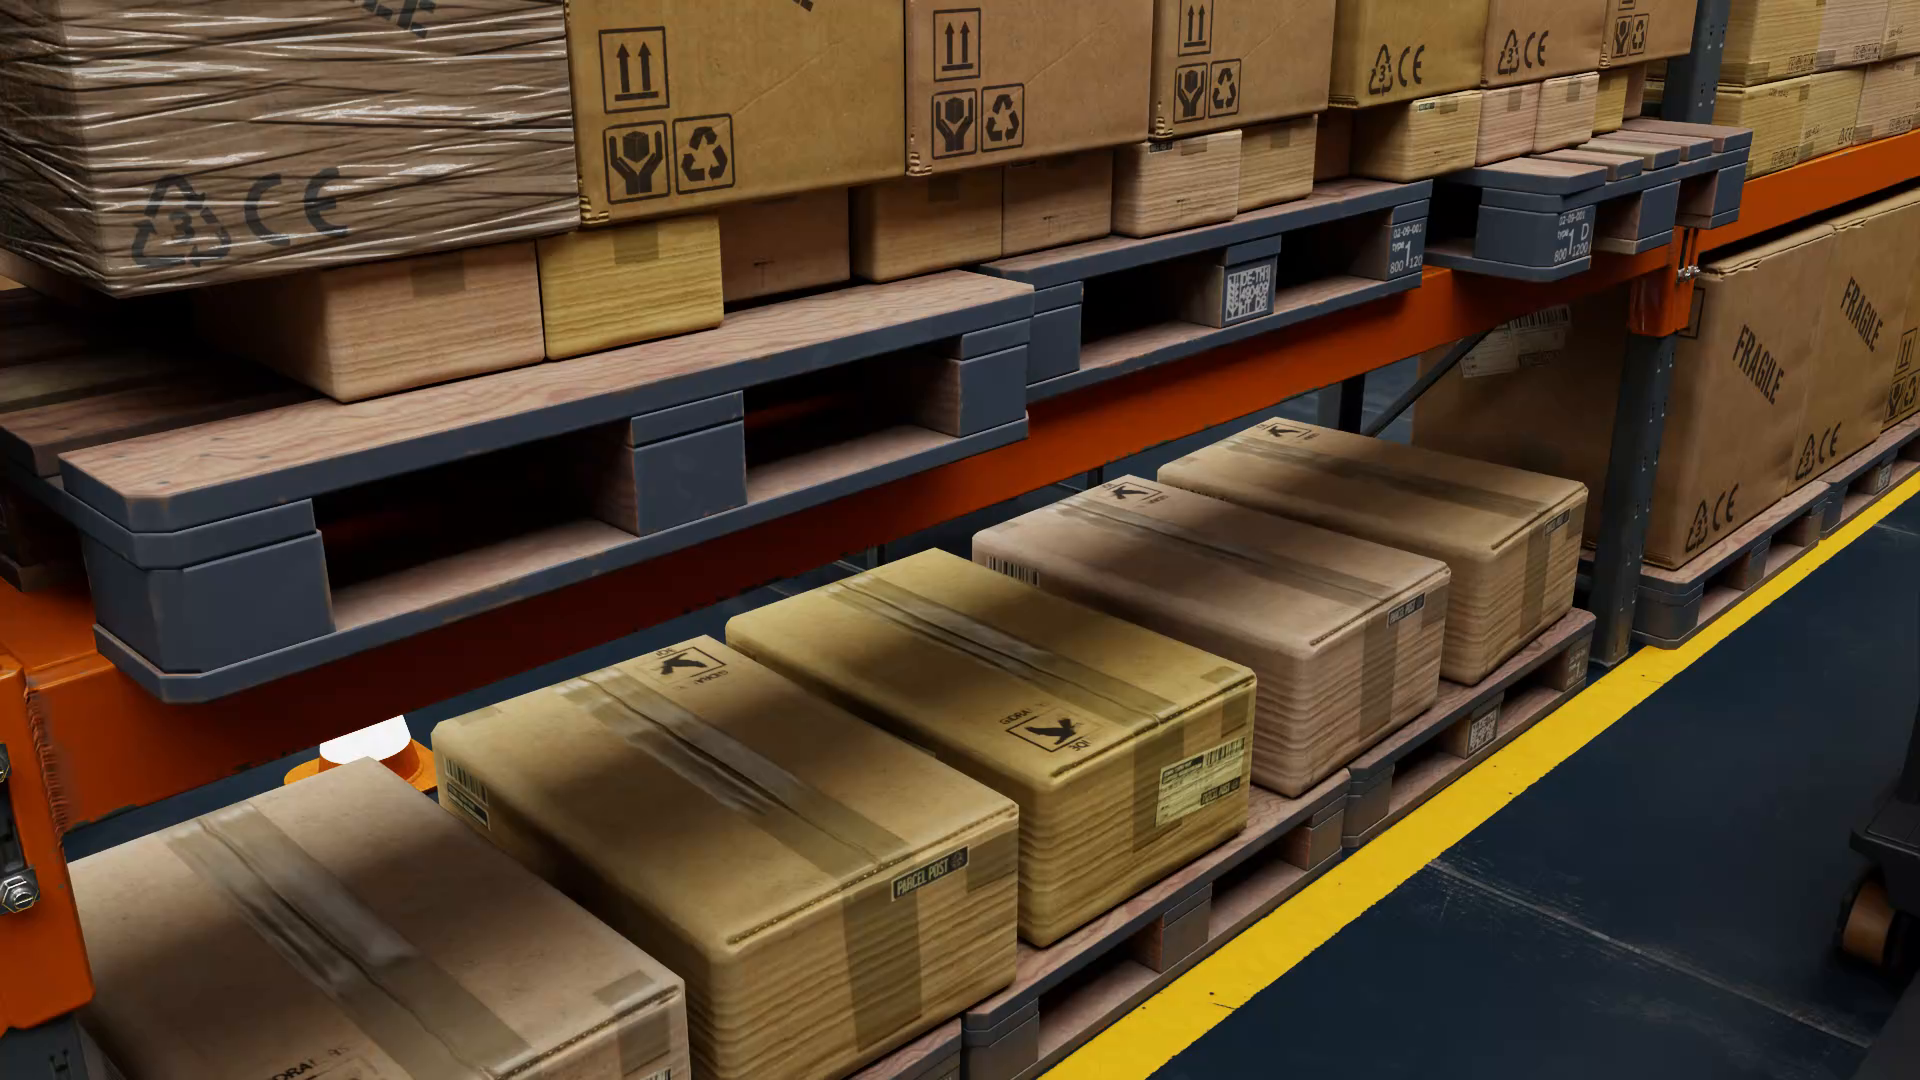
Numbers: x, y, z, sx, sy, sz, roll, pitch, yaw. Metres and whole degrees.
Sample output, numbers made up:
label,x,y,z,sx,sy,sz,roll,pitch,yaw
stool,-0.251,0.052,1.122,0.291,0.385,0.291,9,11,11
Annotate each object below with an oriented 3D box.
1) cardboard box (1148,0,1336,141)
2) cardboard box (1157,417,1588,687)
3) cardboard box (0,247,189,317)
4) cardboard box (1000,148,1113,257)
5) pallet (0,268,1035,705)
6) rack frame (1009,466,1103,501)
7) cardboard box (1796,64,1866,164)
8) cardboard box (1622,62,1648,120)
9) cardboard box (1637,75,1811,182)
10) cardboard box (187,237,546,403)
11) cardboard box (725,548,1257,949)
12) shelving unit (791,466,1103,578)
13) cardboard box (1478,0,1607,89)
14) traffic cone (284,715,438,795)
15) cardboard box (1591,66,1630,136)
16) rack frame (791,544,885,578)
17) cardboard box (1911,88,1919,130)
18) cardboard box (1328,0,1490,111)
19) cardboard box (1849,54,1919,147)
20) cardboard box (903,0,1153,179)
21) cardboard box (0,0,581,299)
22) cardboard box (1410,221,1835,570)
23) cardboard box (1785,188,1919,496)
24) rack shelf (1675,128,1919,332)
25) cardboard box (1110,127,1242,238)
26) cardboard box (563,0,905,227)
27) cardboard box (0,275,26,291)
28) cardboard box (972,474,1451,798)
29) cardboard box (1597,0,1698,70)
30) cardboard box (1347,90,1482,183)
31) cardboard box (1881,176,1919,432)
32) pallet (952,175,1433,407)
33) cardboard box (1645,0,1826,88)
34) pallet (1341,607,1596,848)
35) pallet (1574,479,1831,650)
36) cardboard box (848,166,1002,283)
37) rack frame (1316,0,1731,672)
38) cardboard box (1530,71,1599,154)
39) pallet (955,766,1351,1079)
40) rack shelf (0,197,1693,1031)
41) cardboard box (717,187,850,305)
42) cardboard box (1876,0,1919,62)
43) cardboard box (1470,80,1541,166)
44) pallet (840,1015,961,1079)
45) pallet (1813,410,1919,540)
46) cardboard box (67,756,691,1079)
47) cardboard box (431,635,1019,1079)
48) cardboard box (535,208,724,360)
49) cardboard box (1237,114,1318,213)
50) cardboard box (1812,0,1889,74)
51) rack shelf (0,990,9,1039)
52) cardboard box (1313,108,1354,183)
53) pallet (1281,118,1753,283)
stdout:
label,x,y,z,sx,sy,sz,roll,pitch,yaw
cardboard box,0.285,-0.965,2.765,0.500,0.500,0.500,18,27,39
cardboard box,1.087,-0.002,4.477,0.950,0.372,0.625,17,27,37
cardboard box,-1.141,-0.428,2.271,0.250,0.149,0.380,-20,28,-41
cardboard box,0.017,-0.562,2.621,0.380,0.149,0.250,20,28,41
pallet,-0.664,-0.218,2.228,1.003,0.211,1.213,19,28,41
rack frame,0.295,-0.809,5.588,0.500,1.500,0.032,19,28,41
cardboard box,2.356,-1.305,4.998,0.500,0.250,0.500,18,28,39
cardboard box,1.428,-1.111,4.050,0.250,0.149,0.380,-19,28,-40
cardboard box,2.010,-1.169,4.643,0.500,0.250,0.500,19,28,40
cardboard box,-0.690,-0.289,1.911,0.250,0.149,0.380,-20,28,-41
cardboard box,0.045,0.383,3.475,0.625,0.372,0.950,-19,28,-40
shelving unit,-0.059,-0.678,5.248,0.538,1.500,1.048,19,28,41
cardboard box,1.018,-1.235,3.468,0.500,0.500,0.500,19,28,40
traffic cone,-1.440,0.367,3.973,0.336,0.463,0.334,19,28,41
cardboard box,1.293,-1.024,3.823,0.250,0.149,0.380,-20,28,-41
rack frame,-0.414,-0.547,4.908,0.500,1.500,0.032,19,28,41
cardboard box,3.068,-1.566,5.677,0.500,0.250,0.500,19,28,41
cardboard box,0.667,-1.105,3.130,0.500,0.500,0.500,17,27,37
cardboard box,2.726,-1.438,5.345,0.500,0.250,0.500,-19,28,-40
cardboard box,-0.066,-0.830,2.415,0.500,0.500,0.500,19,28,40
cardboard box,-0.769,-0.578,1.758,0.500,0.500,0.500,-19,28,-41
cardboard box,2.030,-0.537,5.166,0.875,0.875,0.875,19,28,40
cardboard box,2.655,-0.765,5.760,0.875,0.875,0.875,20,29,41
rack shelf,2.884,-1.354,5.919,1.077,0.370,4.000,19,28,41
cardboard box,0.239,-0.617,2.765,0.250,0.149,0.380,-19,28,-40
cardboard box,-0.420,-0.707,2.093,0.500,0.500,0.500,19,28,41
cardboard box,-3.875,-0.935,6.378,1.050,0.750,0.750,19,28,41
cardboard box,0.578,0.189,3.979,0.950,0.372,0.625,19,28,40
cardboard box,1.371,-1.371,3.821,0.500,0.500,0.500,18,28,39
cardboard box,0.786,-0.811,3.269,0.250,0.149,0.380,-20,28,-41
cardboard box,3.279,-0.995,6.358,0.875,0.875,0.875,-19,28,-40
pallet,0.137,-0.567,3.136,1.003,0.211,1.213,19,28,41
cardboard box,2.019,-1.408,4.568,0.500,0.250,0.500,19,28,40
pallet,0.942,0.326,4.431,1.003,0.211,1.213,19,28,41
pallet,2.093,-0.058,5.431,1.003,0.211,1.213,19,28,41
cardboard box,-0.157,-0.499,2.456,0.250,0.149,0.380,-20,28,-41
rack frame,1.489,-1.176,4.453,1.000,3.000,0.127,19,28,41
cardboard box,1.150,-0.948,3.626,0.380,0.149,0.250,19,28,40
pallet,0.091,0.638,3.619,1.003,0.211,1.213,19,28,41
rack shelf,0.093,-0.326,3.244,1.077,0.370,4.000,19,28,41
cardboard box,-0.366,-0.443,2.312,0.250,0.149,0.380,-18,27,-39
cardboard box,2.737,-1.665,5.238,0.500,0.250,0.500,19,28,40
cardboard box,0.968,-0.886,3.463,0.380,0.149,0.250,18,27,38
pallet,-0.760,0.954,2.799,1.003,0.211,1.213,19,28,41
pallet,2.944,-0.370,6.243,1.003,0.211,1.213,19,28,41
cardboard box,-0.938,0.748,2.526,0.950,0.372,0.625,20,29,41
cardboard box,-0.439,0.562,3.009,0.625,0.372,0.950,-18,27,-39
cardboard box,-0.509,-0.351,2.072,0.250,0.149,0.380,-19,28,-41
cardboard box,0.404,-0.693,2.962,0.380,0.149,0.250,18,27,39
cardboard box,2.380,-1.540,4.913,0.500,0.250,0.500,-19,28,-41
rack shelf,-2.697,0.702,0.569,1.077,0.370,4.000,19,28,41
cardboard box,0.521,-0.778,3.183,0.380,0.149,0.250,20,28,41
pallet,1.068,-0.876,3.941,1.213,0.211,1.003,19,28,41
